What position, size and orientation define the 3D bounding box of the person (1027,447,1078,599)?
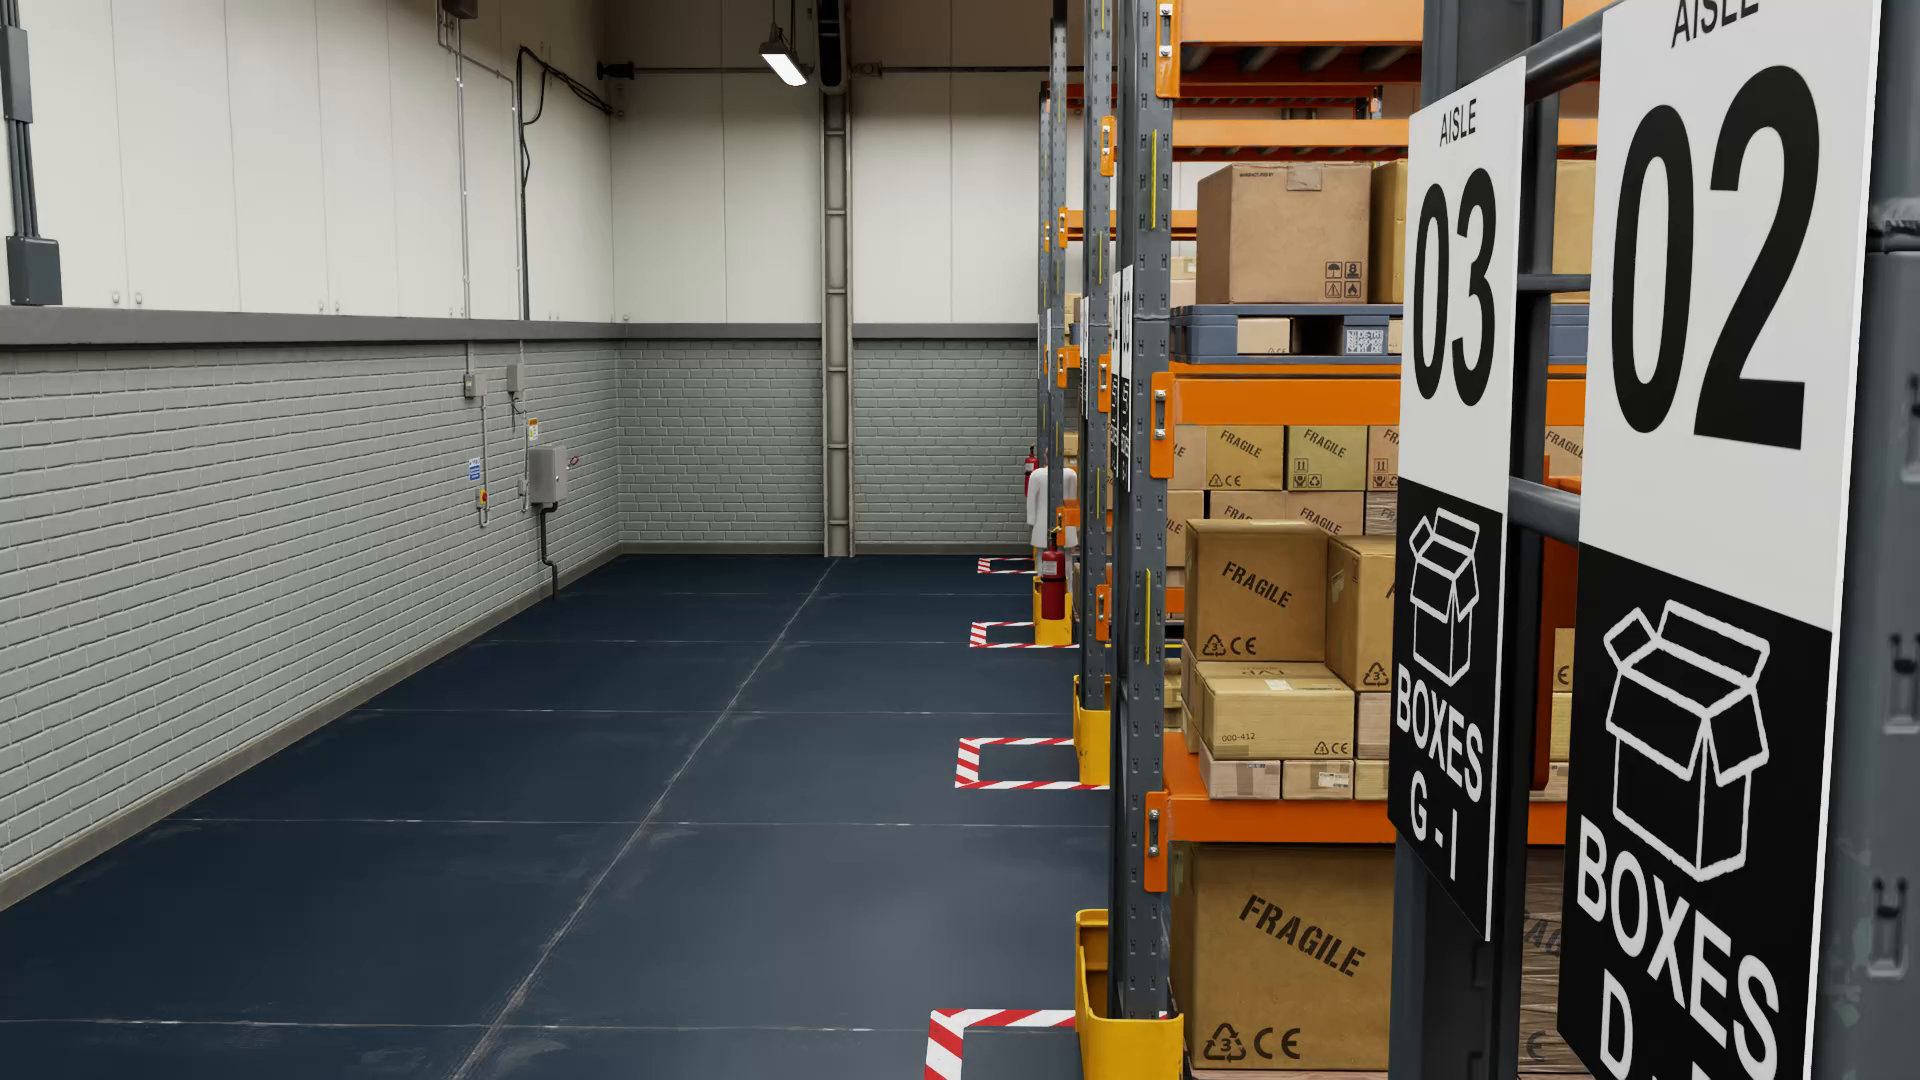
[{"bbox_3d":[1.009,-0.150,18.123,0.567,1.767,0.381,0,7,2],"label":"person"}]
